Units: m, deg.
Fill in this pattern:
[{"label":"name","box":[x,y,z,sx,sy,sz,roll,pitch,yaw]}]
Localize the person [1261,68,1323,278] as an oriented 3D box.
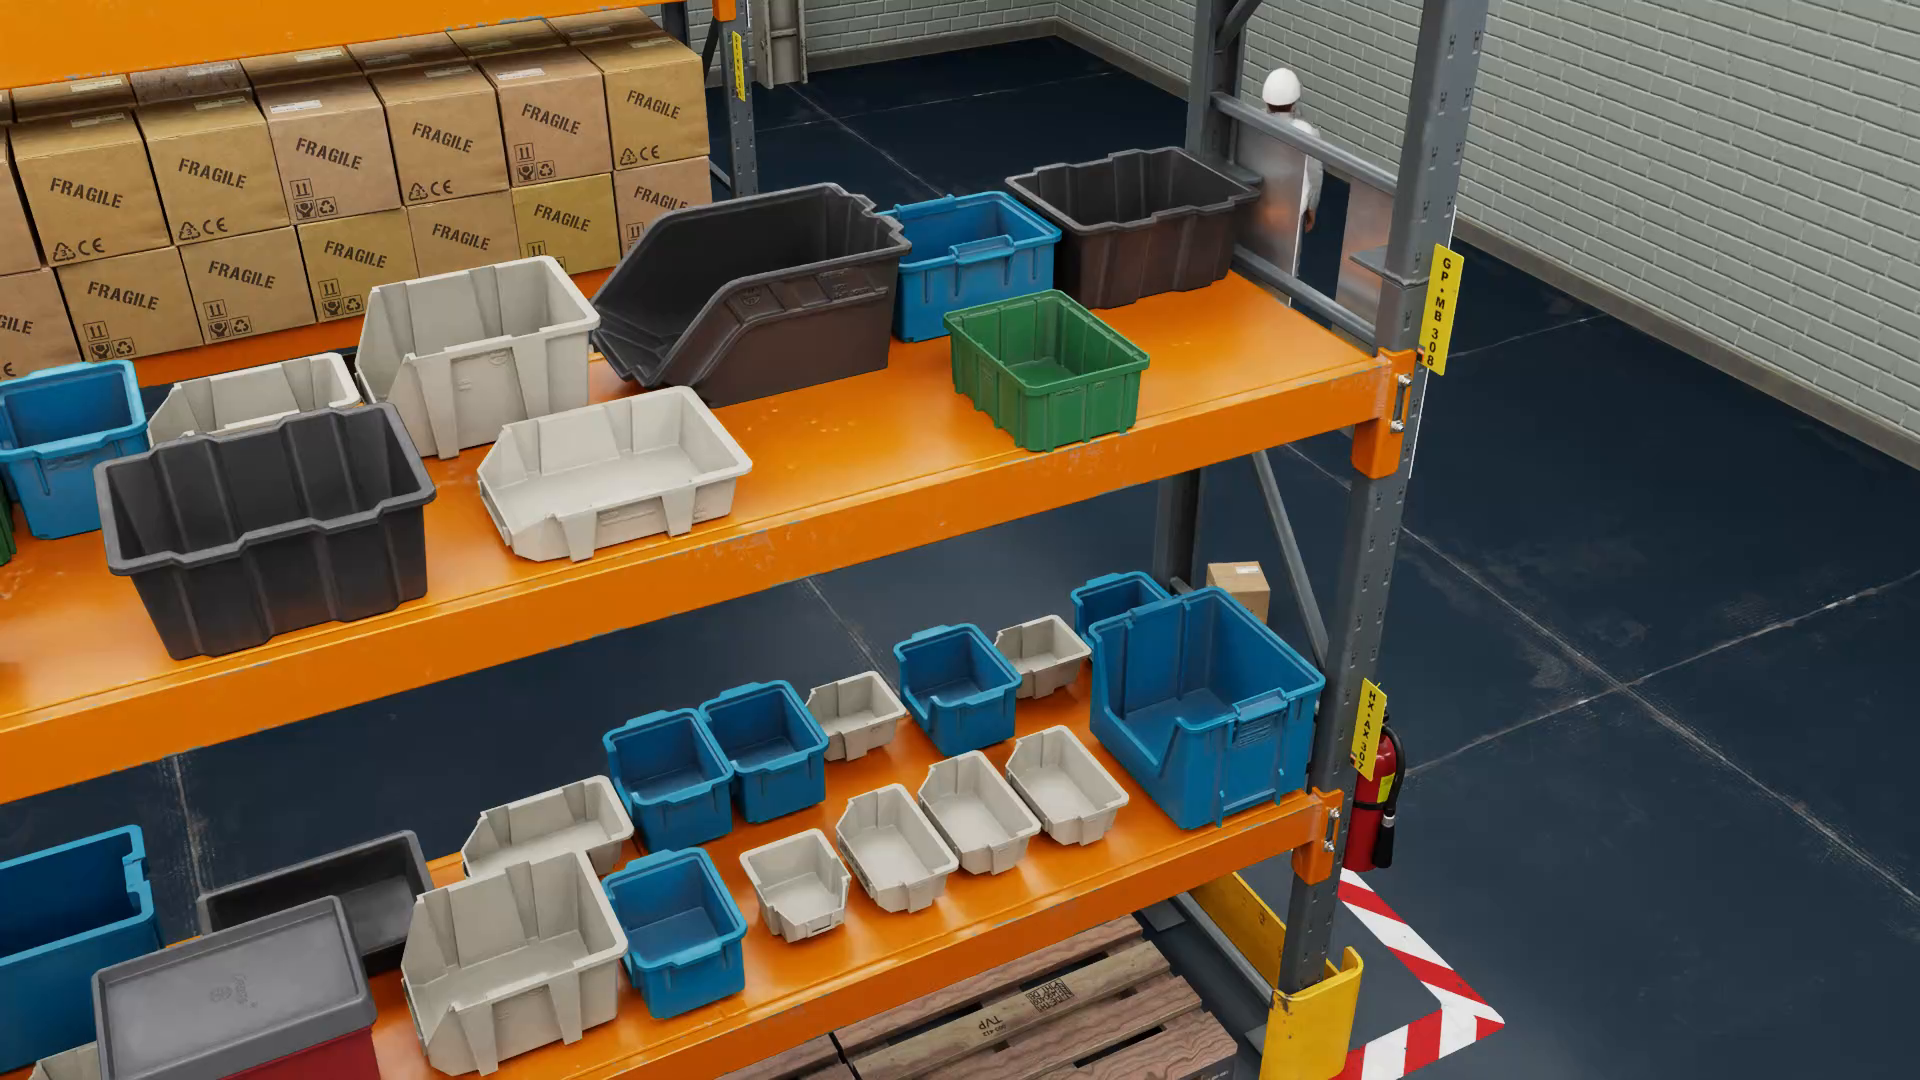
[{"label":"person","box":[1.936,-2.037,10.260,0.545,1.747,0.848,8,34,12]}]
